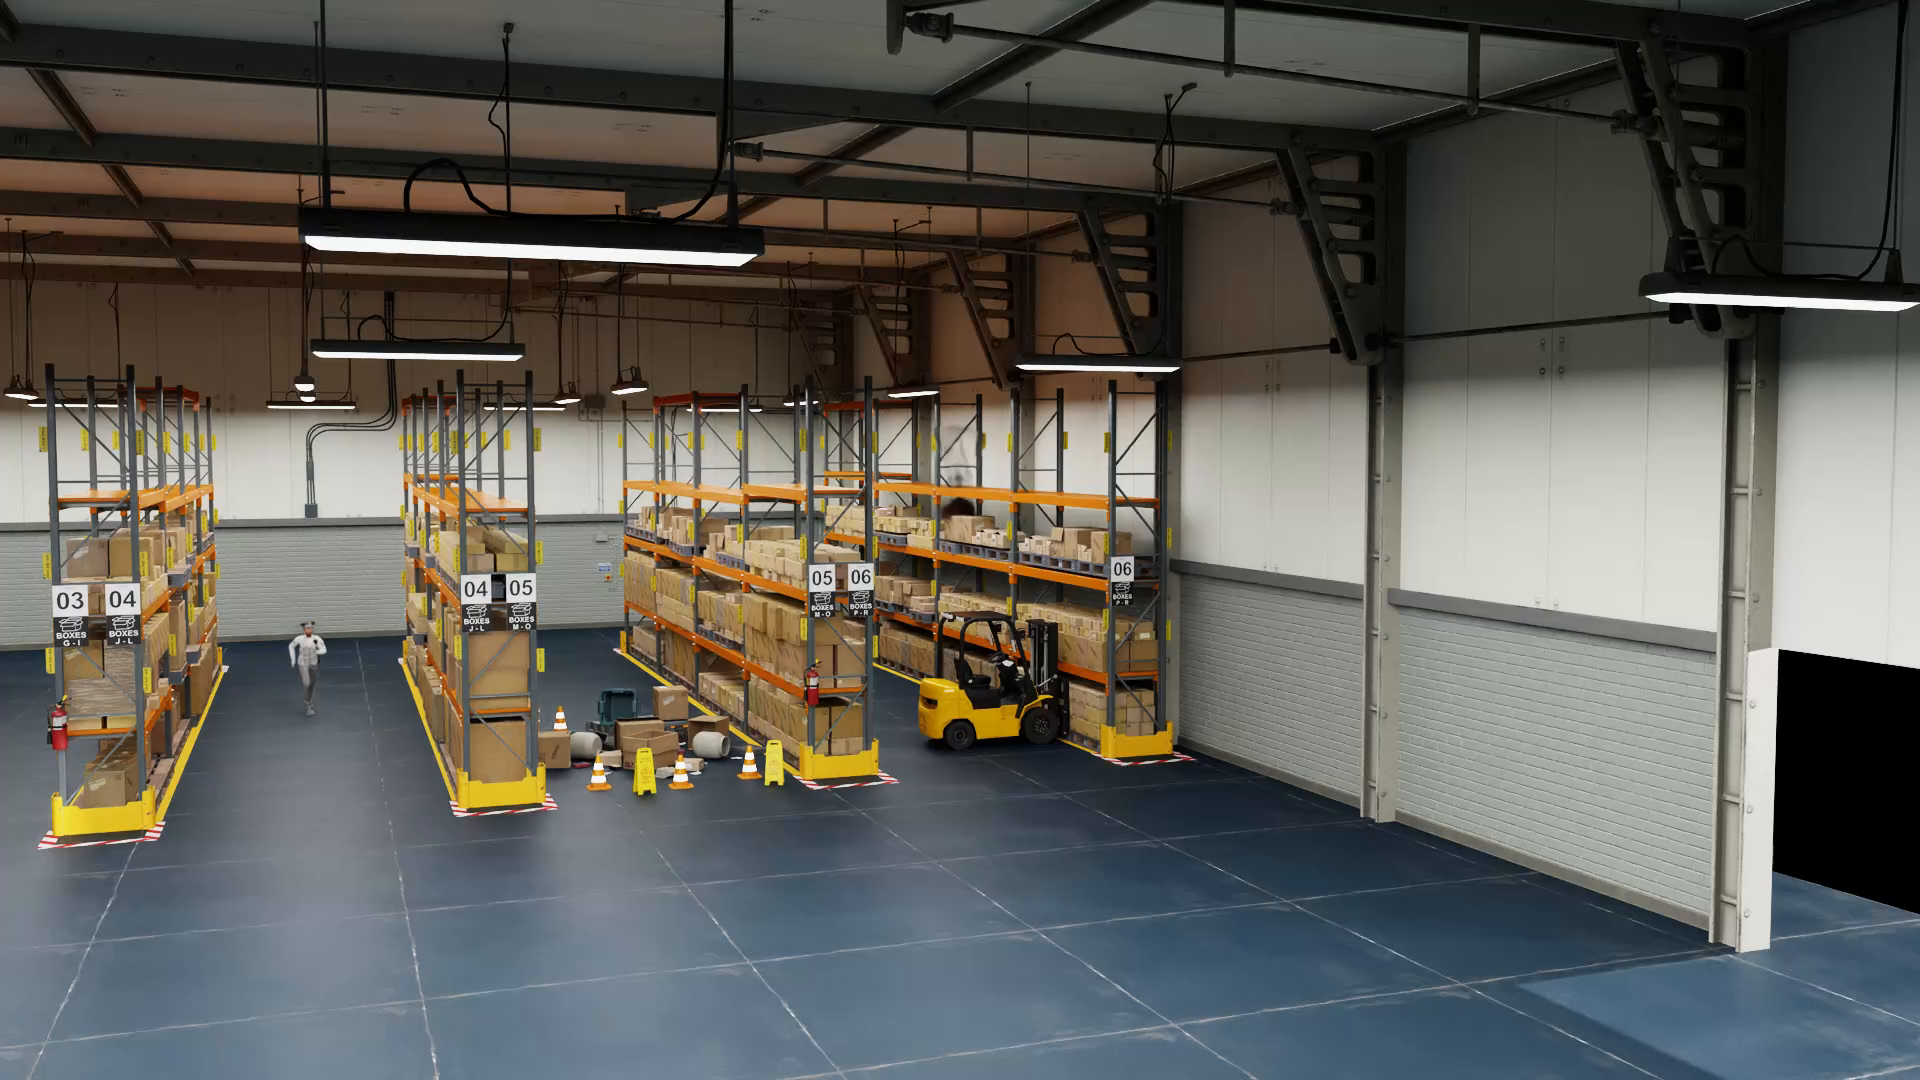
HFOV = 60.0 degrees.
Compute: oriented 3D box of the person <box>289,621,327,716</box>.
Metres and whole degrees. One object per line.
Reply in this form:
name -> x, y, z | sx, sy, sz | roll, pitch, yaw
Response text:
person -> -12.049, 2.349, 30.768 | 0.581, 1.737, 0.835 | -2, 4, -36
